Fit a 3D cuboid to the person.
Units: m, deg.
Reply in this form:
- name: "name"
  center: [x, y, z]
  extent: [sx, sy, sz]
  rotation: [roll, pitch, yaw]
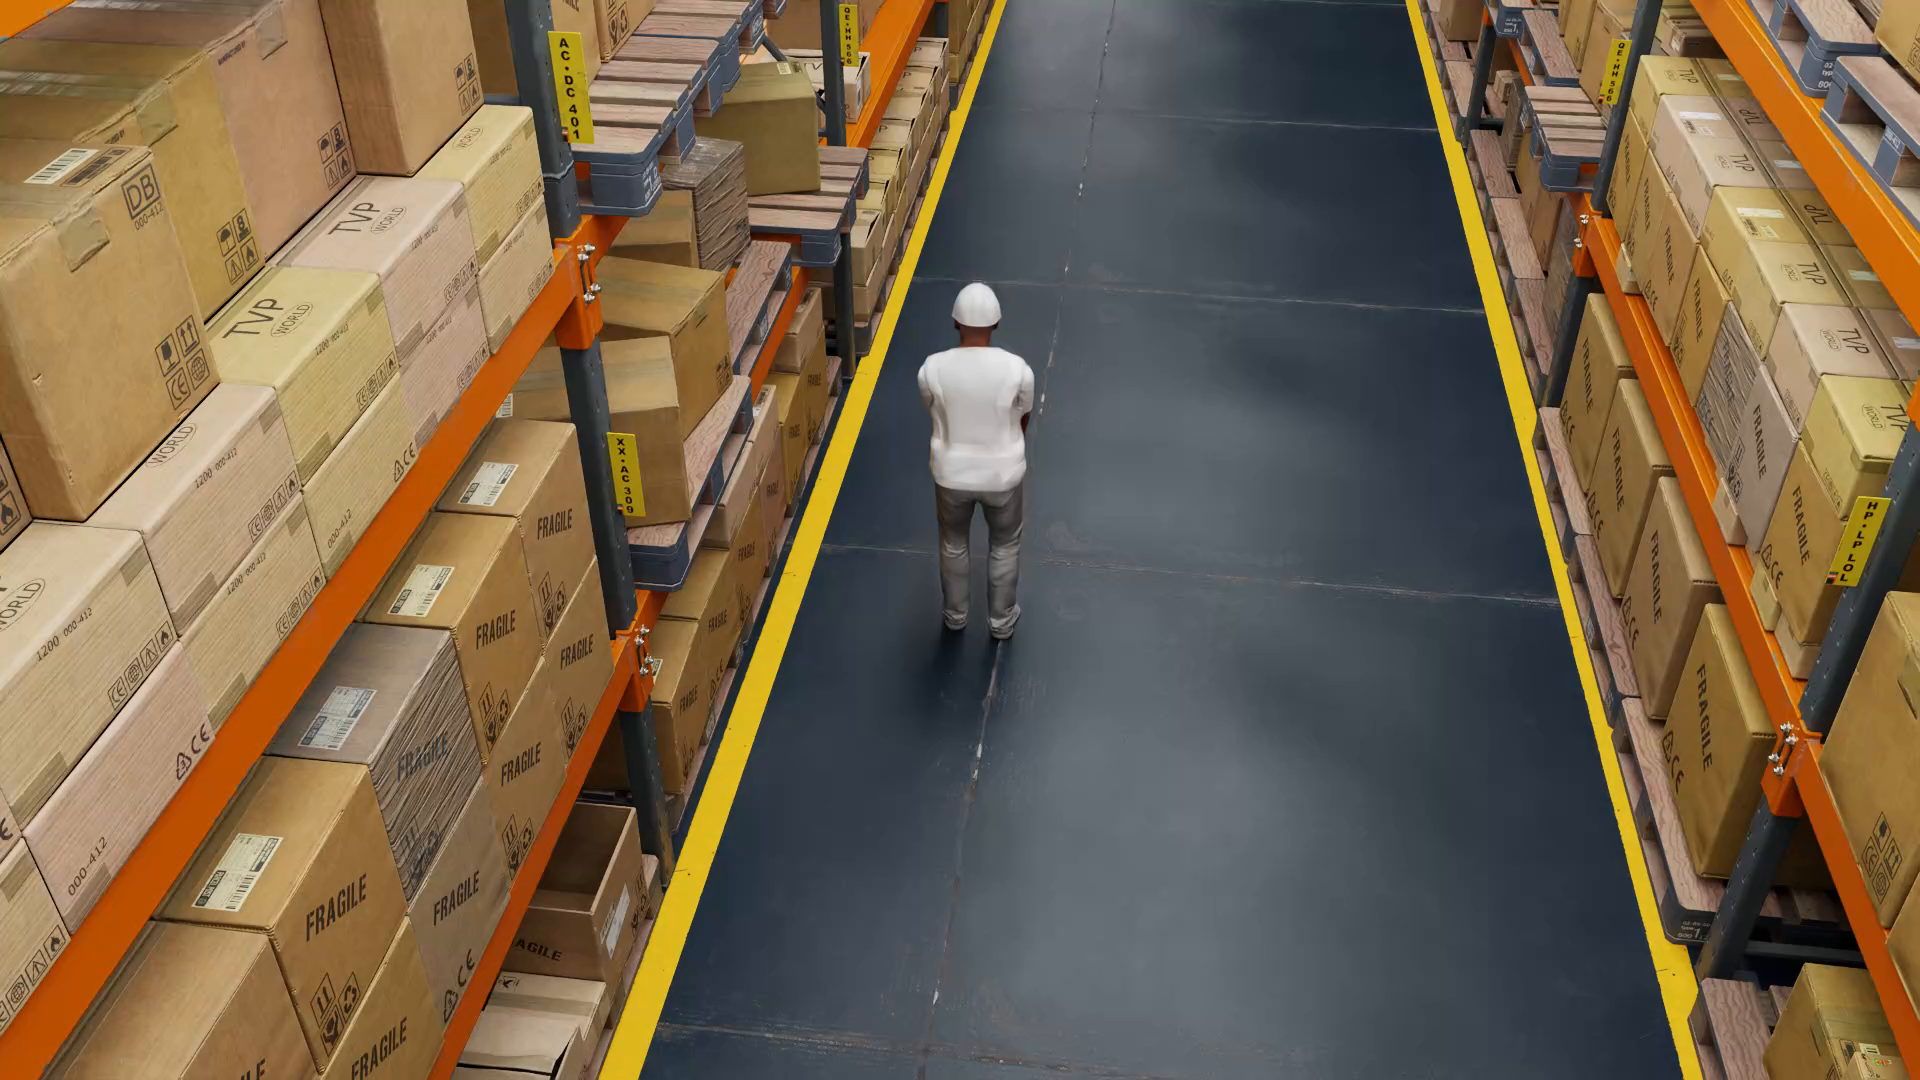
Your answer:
- name: "person"
  center: [0.076, -0.363, 7.534]
  extent: [0.505, 1.750, 0.582]
  rotation: [3, 36, 5]
